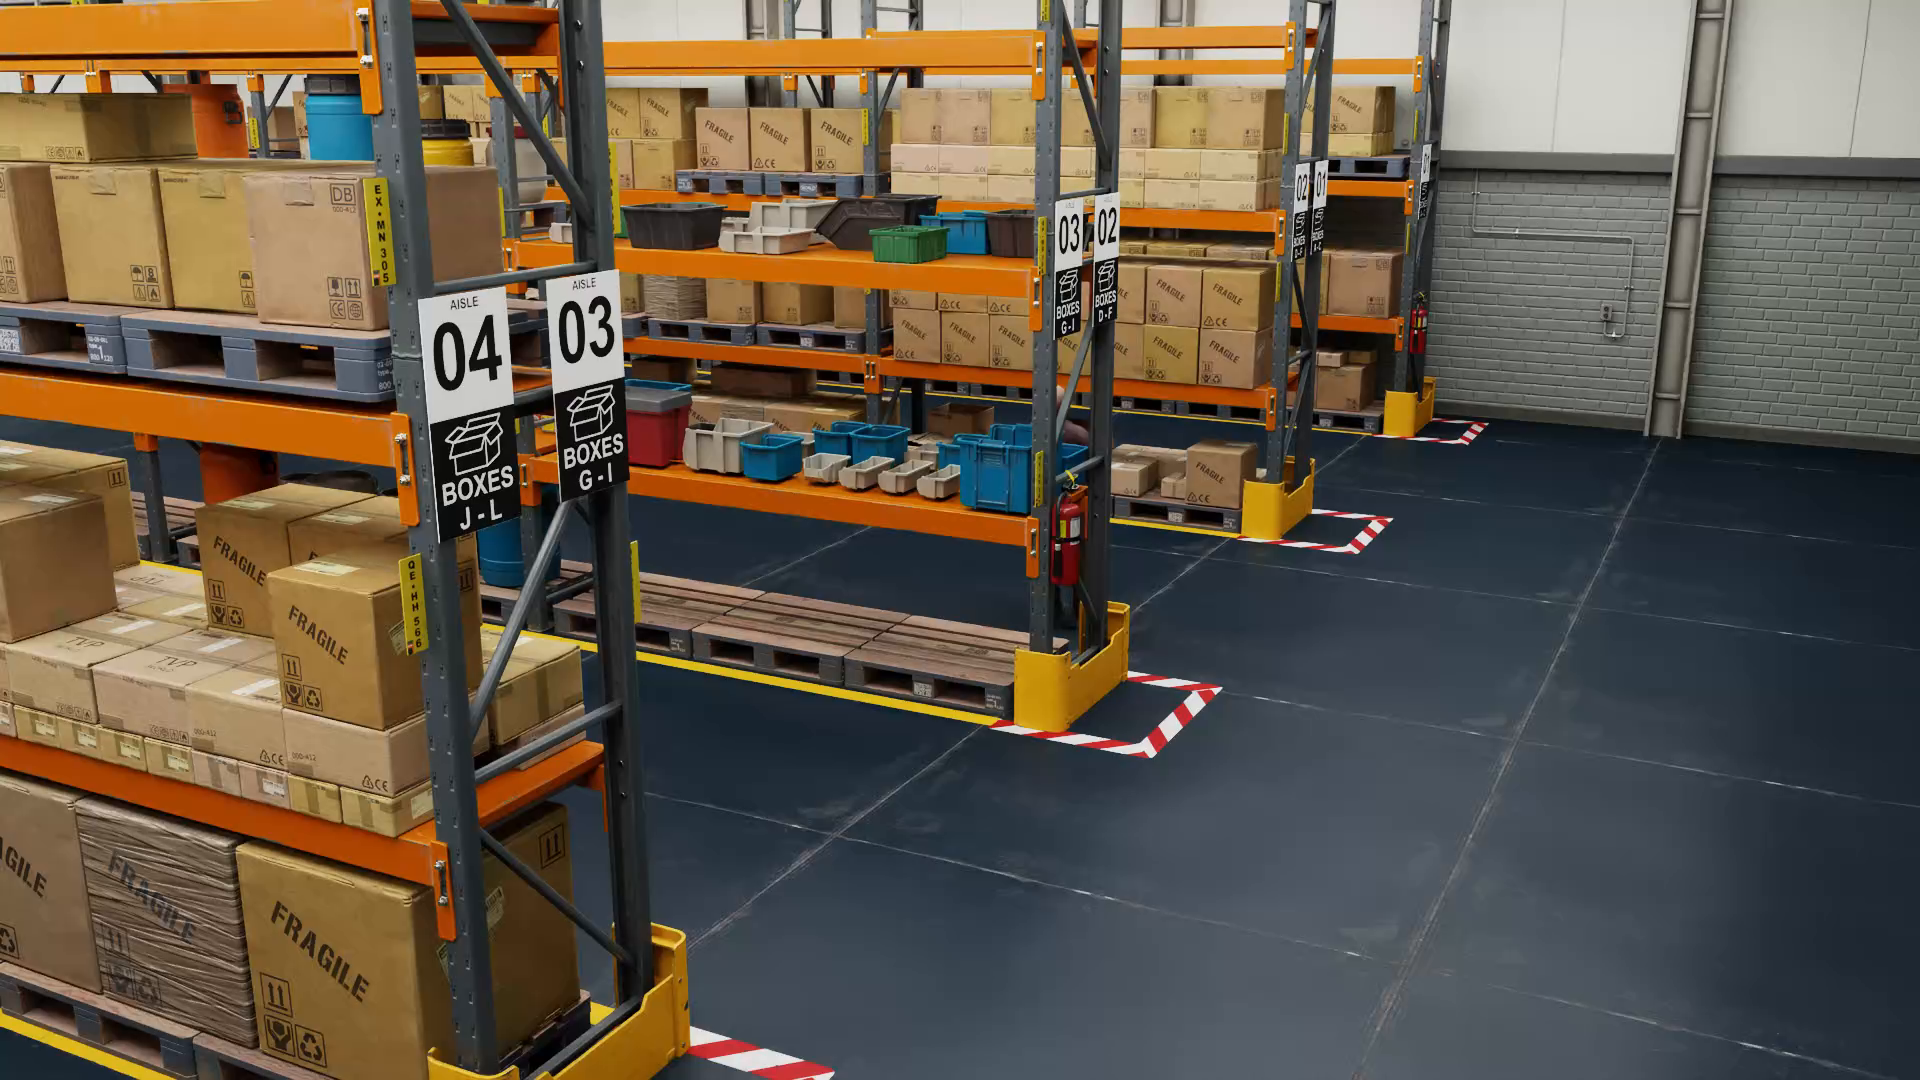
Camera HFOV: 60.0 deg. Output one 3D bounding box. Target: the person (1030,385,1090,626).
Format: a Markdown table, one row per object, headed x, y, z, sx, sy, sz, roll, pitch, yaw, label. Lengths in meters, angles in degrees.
| x | y | z | sx | sy | sz | roll | pitch | yaw | label |
| --- | --- | --- | --- | --- | --- | --- | --- | --- | --- |
| 0.787 | -0.269 | 12.137 | 0.552 | 1.780 | 0.536 | 10 | 18 | 32 | person |
